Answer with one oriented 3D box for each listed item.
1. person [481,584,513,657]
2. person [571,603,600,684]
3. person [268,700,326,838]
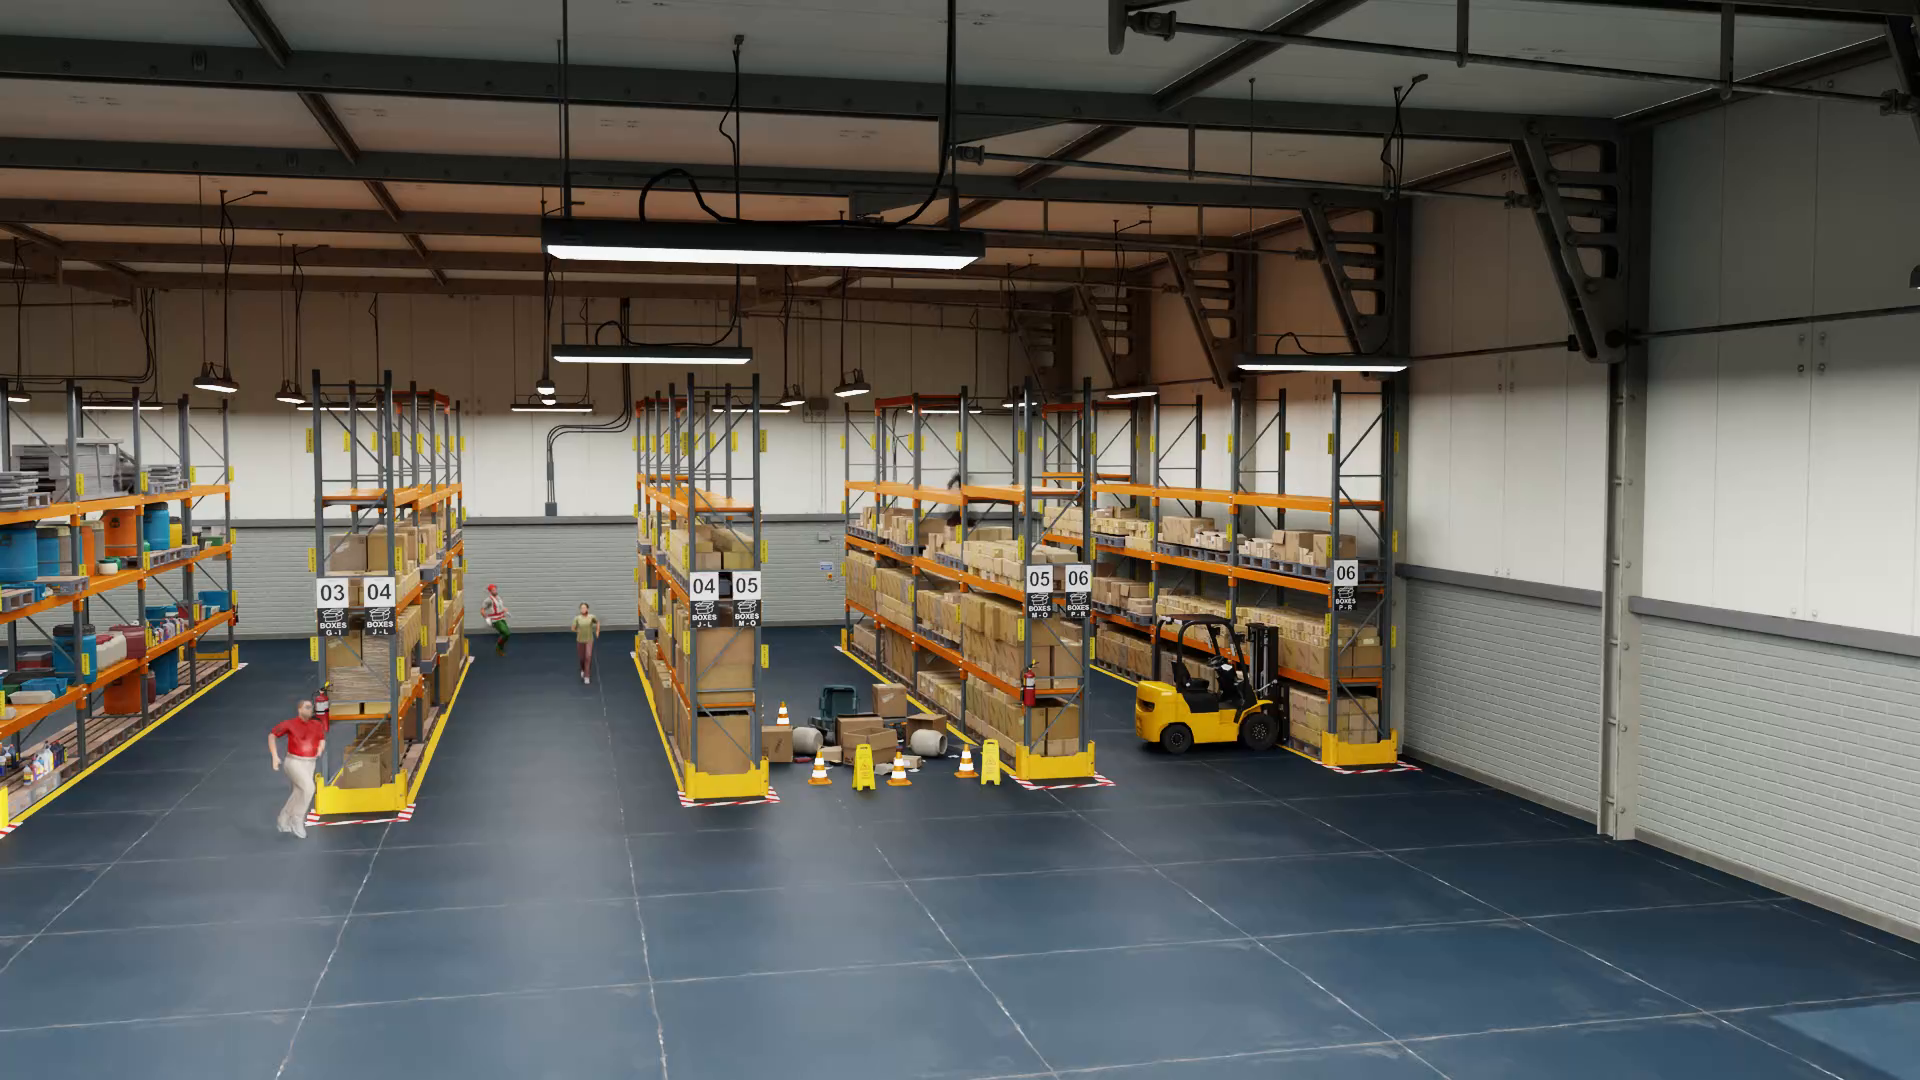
[{"bbox_3d":[-10.784,1.893,38.929,0.574,1.730,0.726,1,3,17],"label":"person"},{"bbox_3d":[-7.878,2.142,34.963,0.587,1.649,1.005,-1,3,-10],"label":"person"},{"bbox_3d":[-8.445,2.917,21.387,0.684,1.697,0.660,2,4,28],"label":"person"}]
